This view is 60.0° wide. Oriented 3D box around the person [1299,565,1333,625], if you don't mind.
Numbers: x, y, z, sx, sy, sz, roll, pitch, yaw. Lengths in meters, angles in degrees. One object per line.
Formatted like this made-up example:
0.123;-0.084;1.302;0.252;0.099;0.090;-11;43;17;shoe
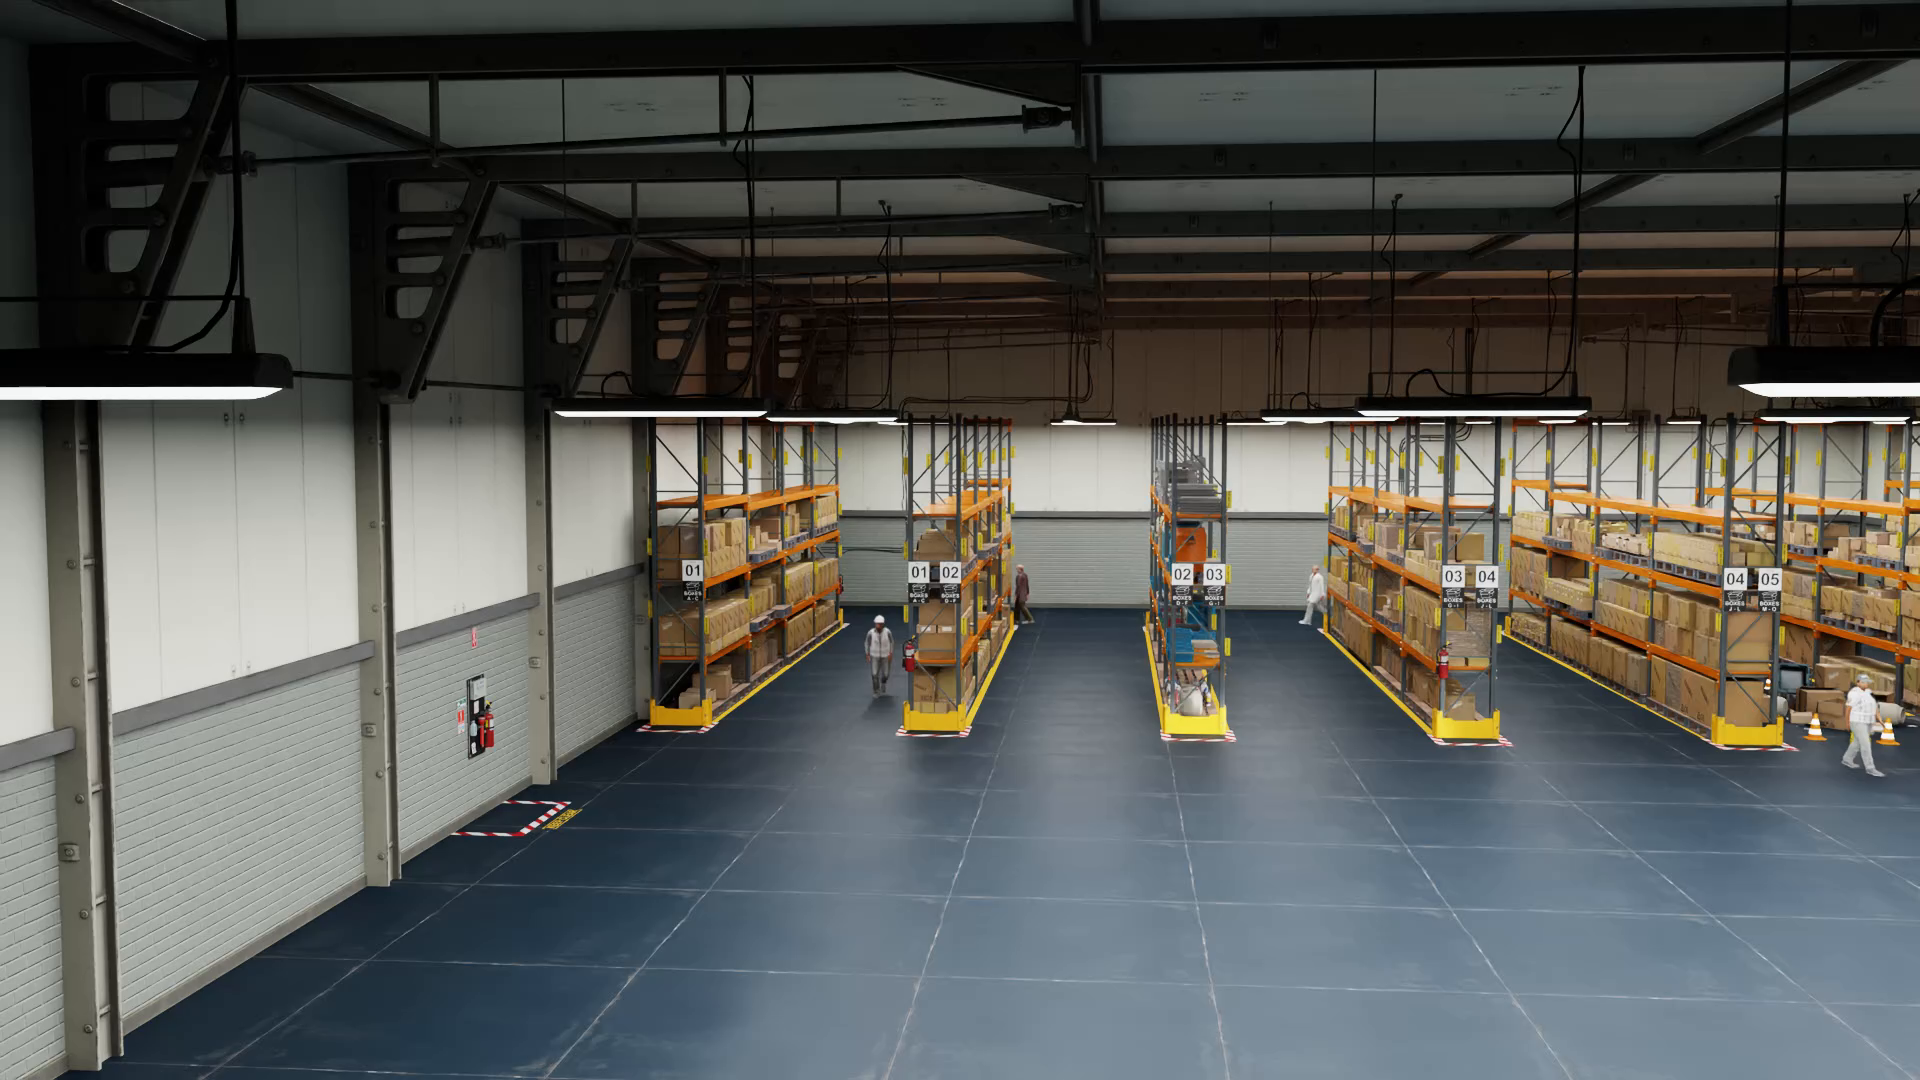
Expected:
10.383;1.594;48.366;1.099;1.738;0.552;0;4;-1;person

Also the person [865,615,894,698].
-1.724;2.467;35.489;0.624;1.756;0.638;0;4;-5;person

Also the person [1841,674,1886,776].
15.029;3.036;27.610;0.507;1.628;0.876;-2;4;-23;person

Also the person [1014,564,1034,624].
1.781;1.585;48.579;0.917;1.746;0.611;2;4;23;person
